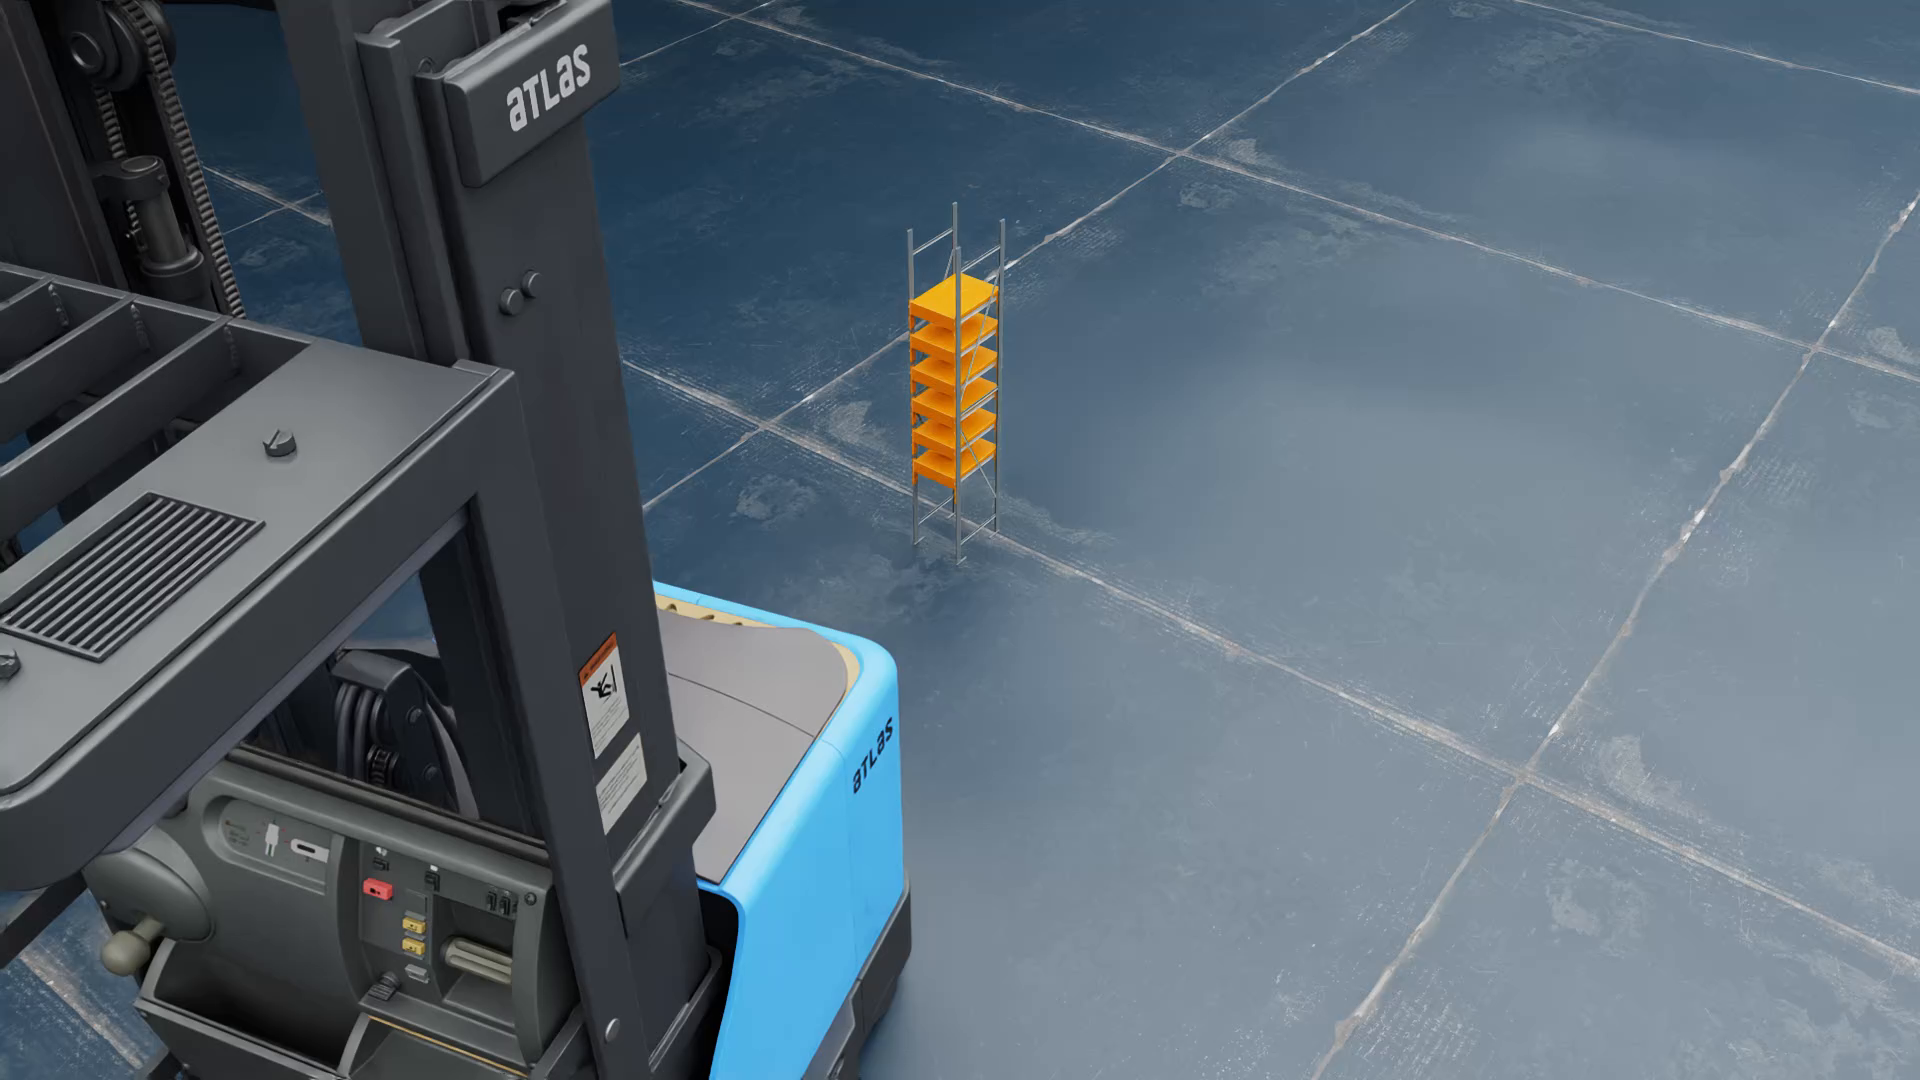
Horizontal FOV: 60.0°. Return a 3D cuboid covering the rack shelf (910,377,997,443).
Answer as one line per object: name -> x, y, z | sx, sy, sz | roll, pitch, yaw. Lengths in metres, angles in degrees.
rack shelf -> -0.011, -0.443, 5.414 | 0.180, 0.103, 0.258 | 25, 45, 29

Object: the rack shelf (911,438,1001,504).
rack shelf -> -0.011, -0.254, 5.562 | 0.180, 0.103, 0.258 | 25, 45, 29

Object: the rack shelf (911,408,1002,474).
rack shelf -> -0.011, -0.348, 5.488 | 0.180, 0.103, 0.258 | 25, 45, 29

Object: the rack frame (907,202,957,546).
rack frame -> -0.084, -0.512, 5.431 | 0.006, 1.200, 0.240 | 25, 45, 29

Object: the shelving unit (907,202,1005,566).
shelving unit -> -0.011, -0.478, 5.387 | 0.189, 1.200, 0.258 | 25, 45, 29

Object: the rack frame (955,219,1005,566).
rack frame -> 0.061, -0.444, 5.343 | 0.006, 1.200, 0.240 | 25, 45, 29

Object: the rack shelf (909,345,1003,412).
rack shelf -> -0.011, -0.537, 5.340 | 0.180, 0.103, 0.258 | 25, 45, 29

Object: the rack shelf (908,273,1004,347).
rack shelf -> -0.012, -0.726, 5.192 | 0.180, 0.103, 0.258 | 25, 45, 29

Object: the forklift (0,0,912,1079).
forklift -> -1.143, 0.659, 2.530 | 1.130, 2.935, 3.031 | 14, 40, 17

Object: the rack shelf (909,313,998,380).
rack shelf -> -0.012, -0.632, 5.266 | 0.180, 0.103, 0.258 | 25, 45, 29
